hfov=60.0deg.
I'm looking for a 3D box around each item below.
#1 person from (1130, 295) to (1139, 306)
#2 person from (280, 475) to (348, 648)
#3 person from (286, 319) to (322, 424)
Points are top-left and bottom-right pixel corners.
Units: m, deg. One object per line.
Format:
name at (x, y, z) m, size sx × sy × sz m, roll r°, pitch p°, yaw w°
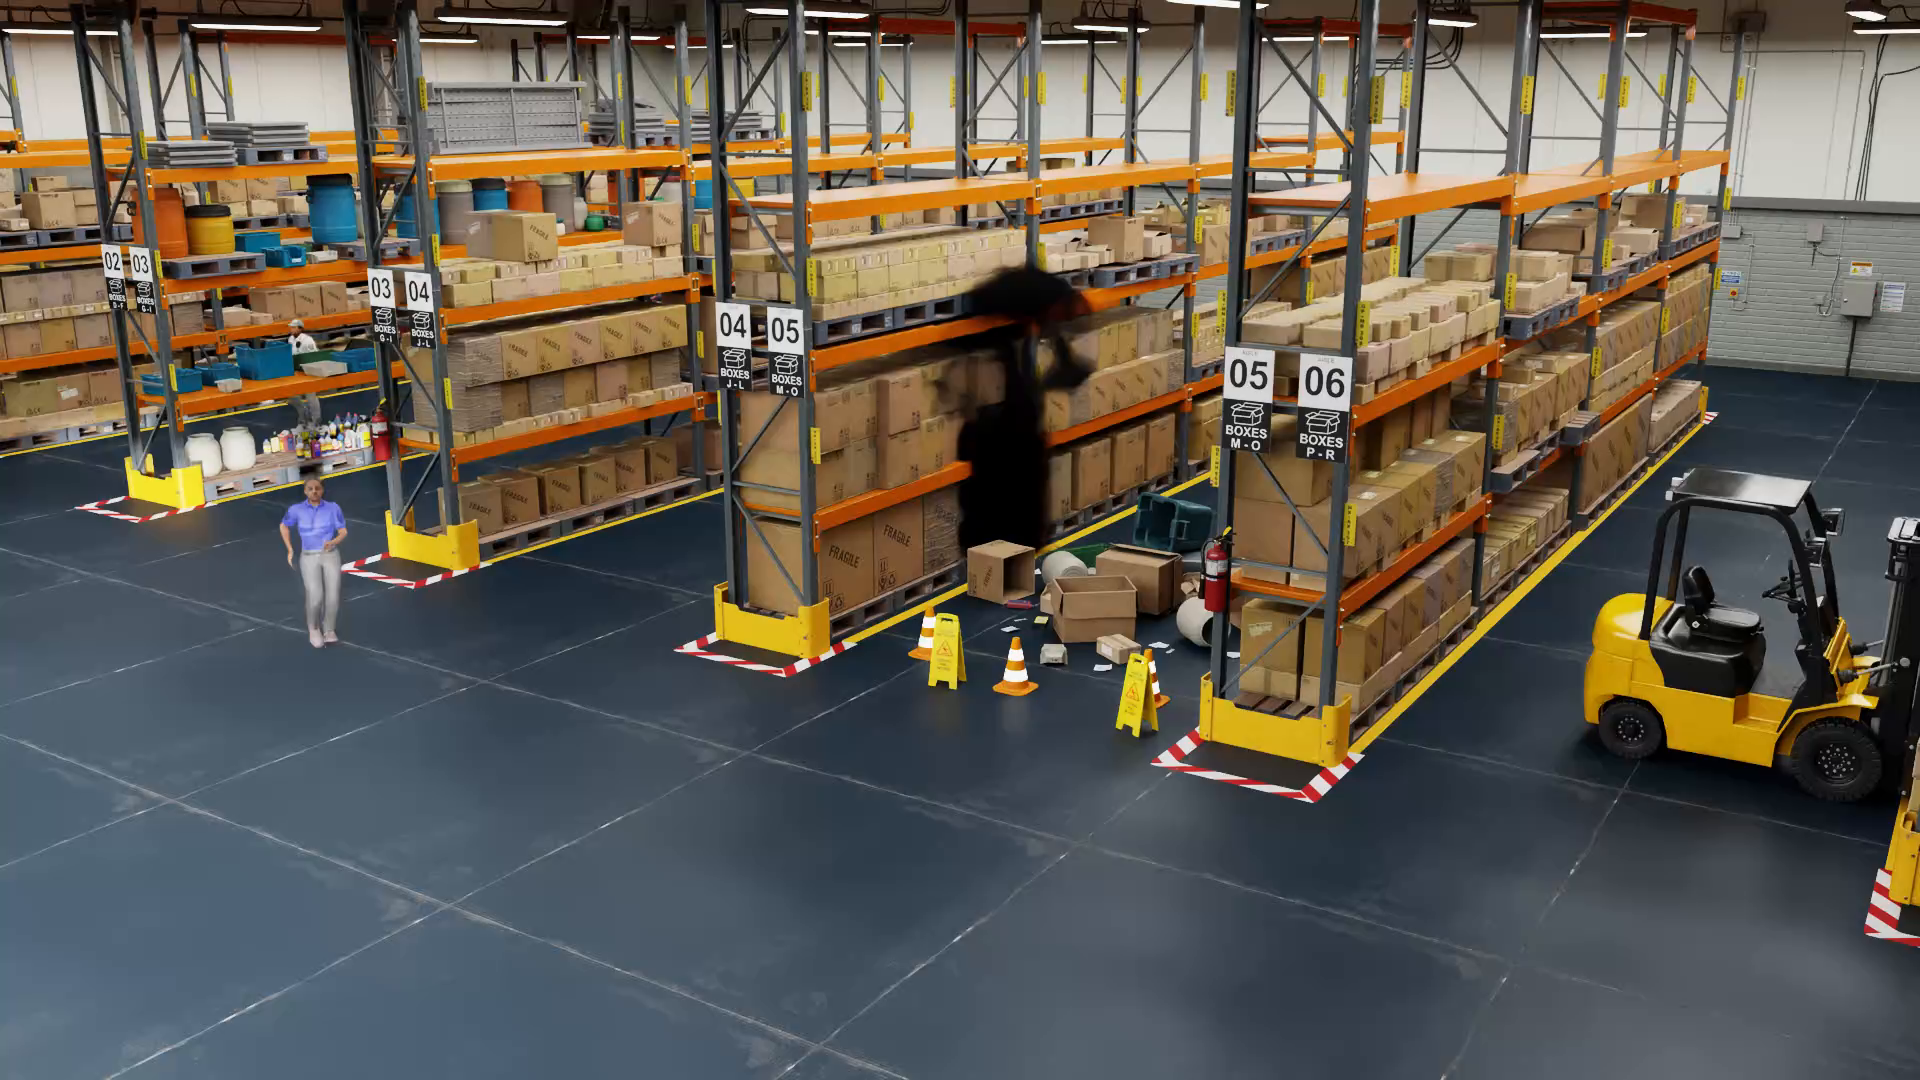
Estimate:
person at (2.896, -3.400, 28.412) m, size 0.616 × 1.653 × 0.531 m, roll 9°, pitch 18°, yaw 28°
person at (-5.927, 0.237, 15.380) m, size 0.554 × 1.583 × 0.655 m, roll -8°, pitch 18°, yaw -28°
person at (-9.996, -2.529, 25.263) m, size 0.581 × 1.658 × 0.637 m, roll 5°, pitch 16°, yaw 19°
